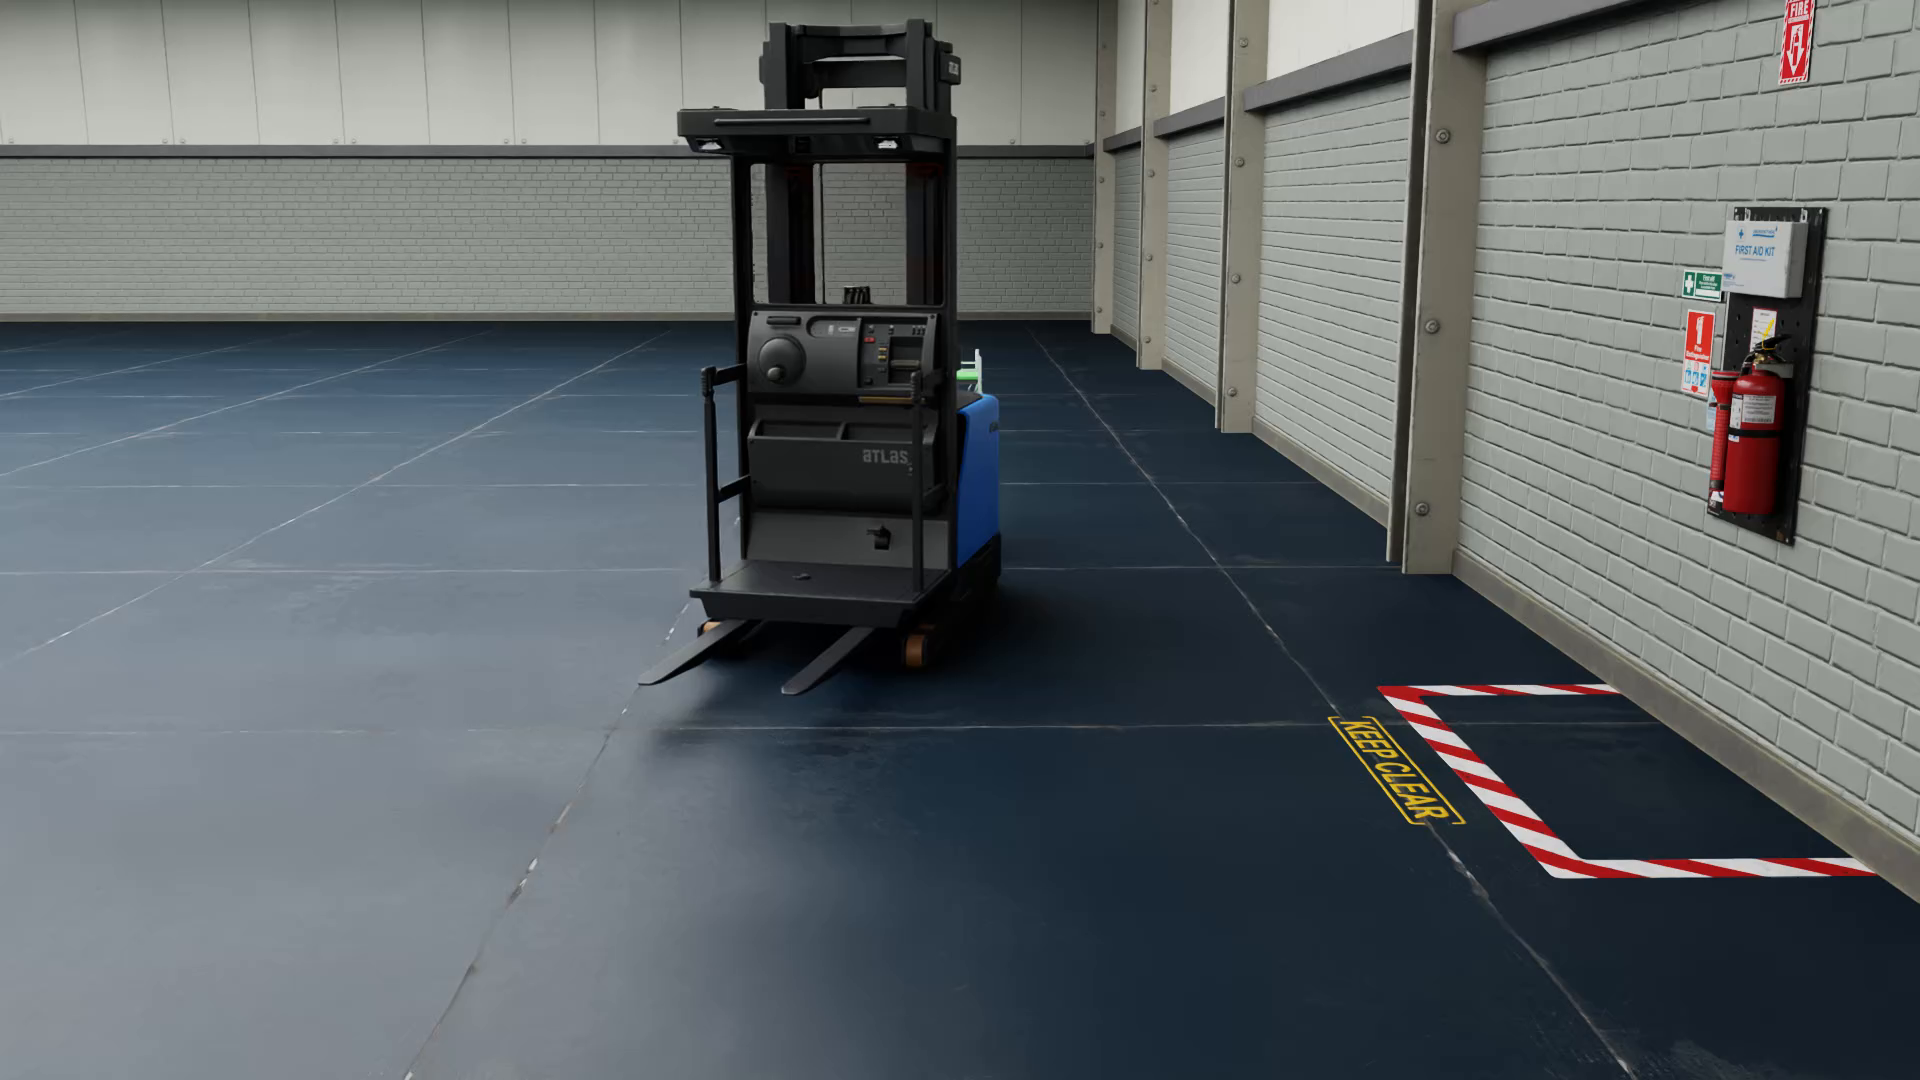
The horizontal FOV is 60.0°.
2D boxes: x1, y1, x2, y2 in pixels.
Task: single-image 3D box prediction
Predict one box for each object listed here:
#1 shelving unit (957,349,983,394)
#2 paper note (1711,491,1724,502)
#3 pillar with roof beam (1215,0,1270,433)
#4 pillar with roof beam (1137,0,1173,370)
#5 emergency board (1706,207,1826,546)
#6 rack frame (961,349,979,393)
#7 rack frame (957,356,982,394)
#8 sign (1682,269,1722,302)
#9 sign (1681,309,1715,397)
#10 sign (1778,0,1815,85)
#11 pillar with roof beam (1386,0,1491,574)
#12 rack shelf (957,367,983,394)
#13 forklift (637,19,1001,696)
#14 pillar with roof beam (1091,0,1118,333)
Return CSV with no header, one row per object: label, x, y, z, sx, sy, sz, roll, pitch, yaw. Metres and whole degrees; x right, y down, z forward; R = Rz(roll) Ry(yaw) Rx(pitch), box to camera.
shelving unit,0.003,-0.555,10.278,0.258,1.200,0.503,0,11,-1
paper note,2.890,-0.216,6.295,0.016,0.148,0.142,0,11,-1
pillar with roof beam,-1.714,-5.429,14.685,9.100,9.000,0.400,0,11,-1
pillar with roof beam,-1.838,-6.621,20.564,9.100,9.000,0.400,0,11,-1
emergency board,2.825,-0.612,6.033,0.194,1.169,0.643,0,11,-1
rack frame,-0.002,-0.604,10.517,0.240,1.200,0.015,0,11,-1
rack frame,0.008,-0.507,10.039,0.240,1.200,0.015,0,11,-1
sign,2.908,-0.999,6.516,0.001,0.109,0.331,0,11,-1
sign,2.916,-0.740,6.573,0.001,0.329,0.234,0,11,-1
sign,2.924,-1.750,5.812,0.001,0.298,0.199,0,11,-1
pillar with roof beam,-1.590,-4.236,8.806,9.100,9.000,0.400,0,11,-1
rack shelf,0.003,-0.963,10.195,0.258,0.148,0.480,0,11,-1
forklift,-0.612,-0.924,7.744,1.130,2.935,3.031,3,12,13
pillar with roof beam,-1.962,-7.814,26.443,9.100,9.000,0.400,0,11,-1
